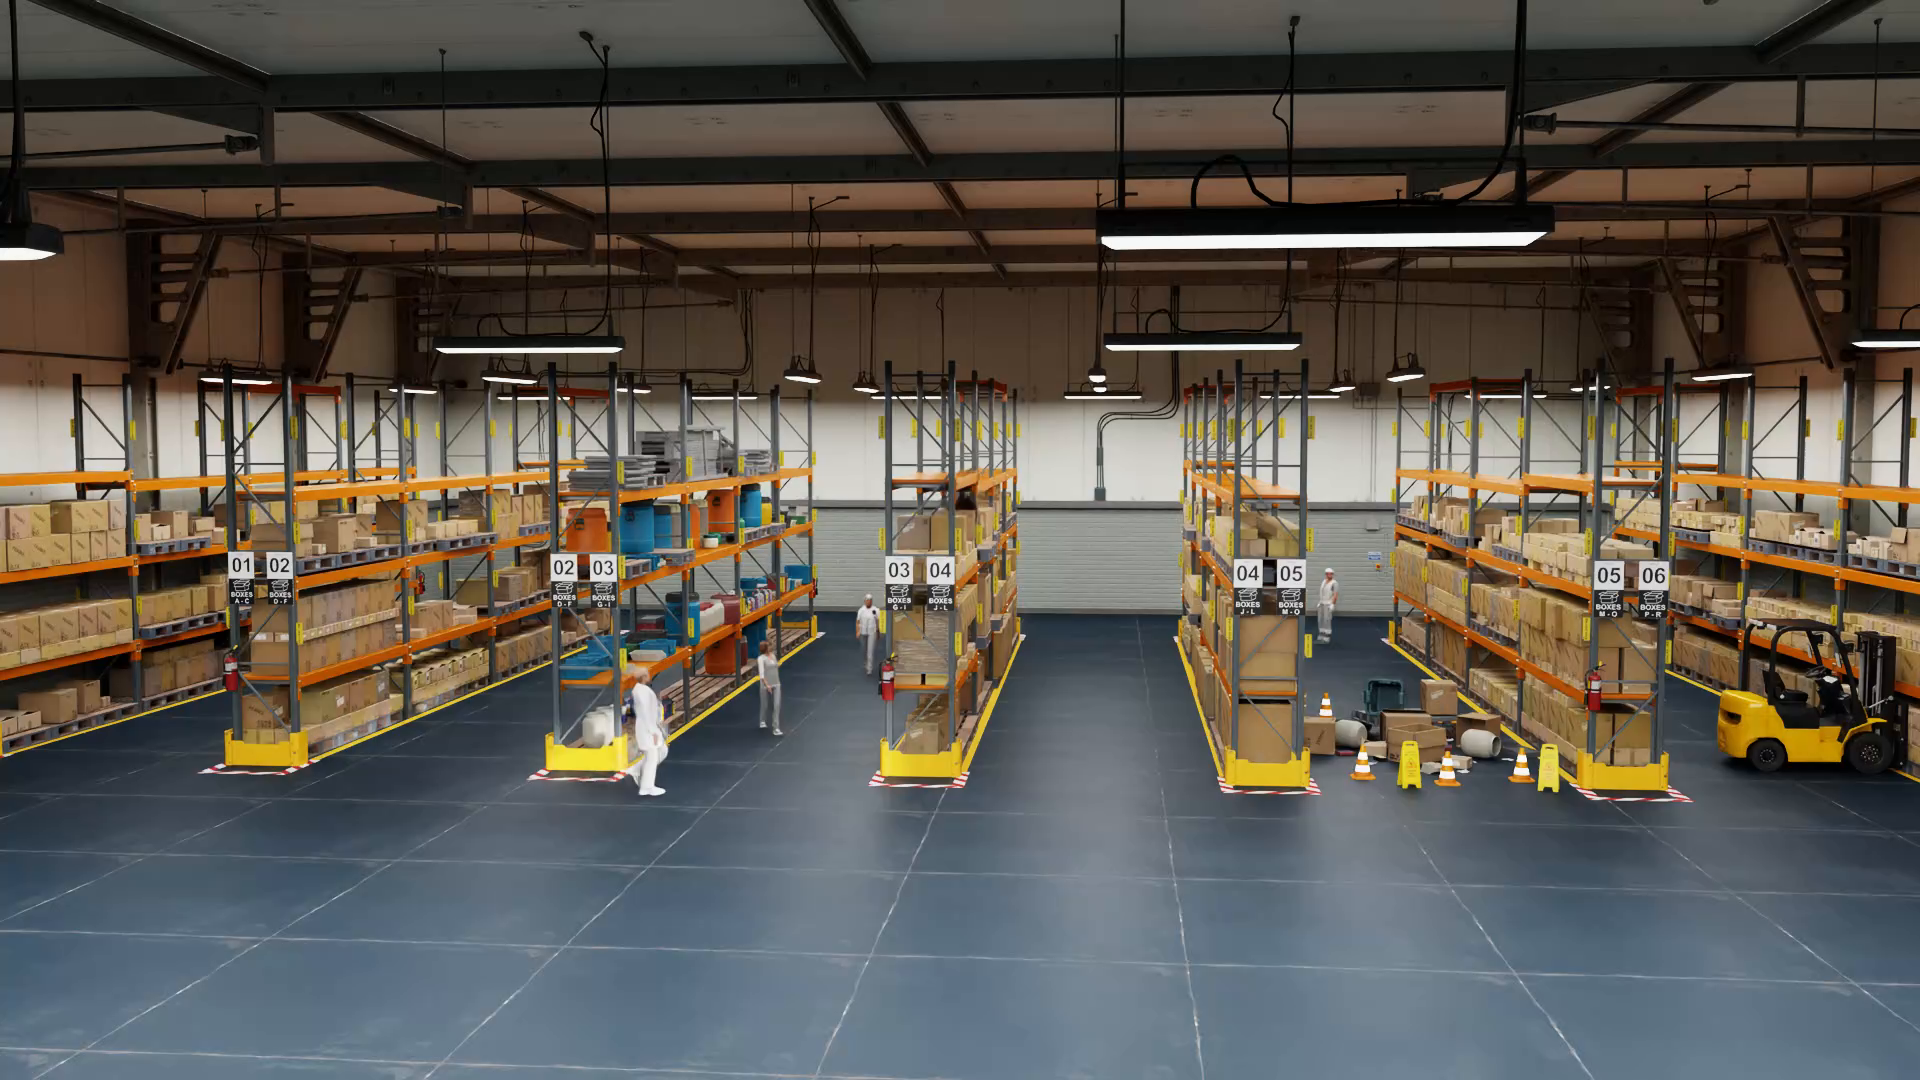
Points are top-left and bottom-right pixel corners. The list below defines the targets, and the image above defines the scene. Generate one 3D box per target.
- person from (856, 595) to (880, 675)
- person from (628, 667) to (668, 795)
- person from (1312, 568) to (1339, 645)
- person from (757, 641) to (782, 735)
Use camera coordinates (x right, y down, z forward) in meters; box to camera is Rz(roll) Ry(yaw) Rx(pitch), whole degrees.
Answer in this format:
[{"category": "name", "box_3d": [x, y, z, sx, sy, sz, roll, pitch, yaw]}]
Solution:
[{"category": "person", "box_3d": [-1.896, 1.938, 34.336, 0.489, 1.620, 0.938, 1, 4, 10]}, {"category": "person", "box_3d": [-4.305, 2.606, 22.746, 0.573, 1.756, 0.593, 0, 4, 5]}, {"category": "person", "box_3d": [8.574, 1.562, 38.867, 0.496, 1.820, 0.593, -1, 4, -16]}, {"category": "person", "box_3d": [-3.147, 2.434, 27.462, 0.387, 1.524, 0.908, -1, 4, -17]}]
